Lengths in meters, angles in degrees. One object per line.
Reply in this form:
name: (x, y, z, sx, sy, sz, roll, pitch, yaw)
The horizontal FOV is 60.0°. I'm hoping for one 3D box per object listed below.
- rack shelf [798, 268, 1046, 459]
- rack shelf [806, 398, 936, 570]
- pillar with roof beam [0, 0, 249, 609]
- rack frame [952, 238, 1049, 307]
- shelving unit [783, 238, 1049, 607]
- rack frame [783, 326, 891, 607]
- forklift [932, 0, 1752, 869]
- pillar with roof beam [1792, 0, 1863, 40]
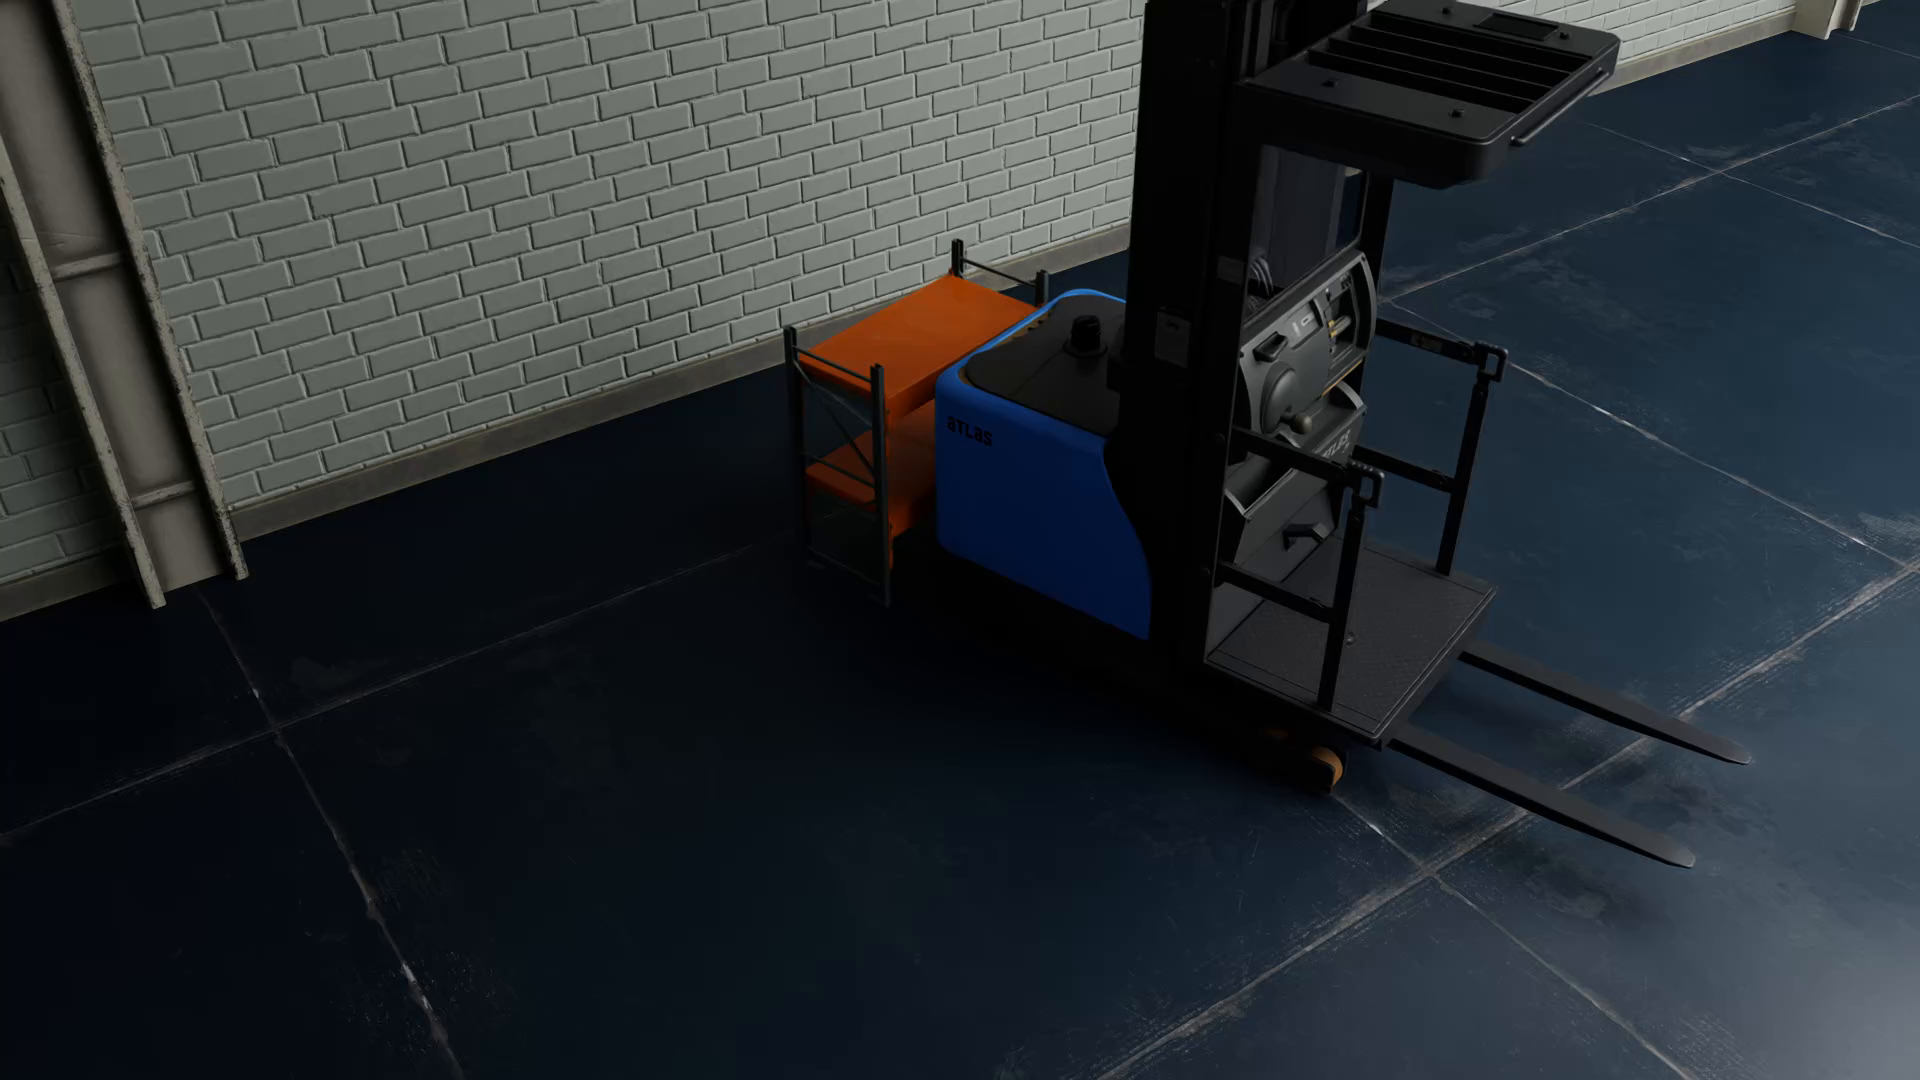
rack shelf: (-0.161, -0.746, 6.822, 0.538, 0.278, 1.000, 26, 43, 31)
rack shelf: (-0.161, -0.310, 7.136, 0.538, 0.278, 1.000, 26, 43, 31)
pillar with roof beam: (-0.777, -1.452, 1.562, 0.400, 9.000, 9.100, -22, 41, -28)
rack frame: (0.165, -0.736, 7.310, 0.500, 1.125, 0.032, 26, 43, 31)
shelving unit: (-0.161, -0.508, 6.993, 0.538, 1.125, 1.048, 26, 43, 31)
rack frame: (-0.486, -0.280, 6.676, 0.500, 1.125, 0.032, 26, 43, 31)
forklift: (1.368, -0.636, 5.624, 3.031, 2.935, 1.130, 24, 42, 29)
pillar with roof beam: (9.032, -5.489, 7.174, 0.400, 9.000, 9.100, -22, 41, -28)
